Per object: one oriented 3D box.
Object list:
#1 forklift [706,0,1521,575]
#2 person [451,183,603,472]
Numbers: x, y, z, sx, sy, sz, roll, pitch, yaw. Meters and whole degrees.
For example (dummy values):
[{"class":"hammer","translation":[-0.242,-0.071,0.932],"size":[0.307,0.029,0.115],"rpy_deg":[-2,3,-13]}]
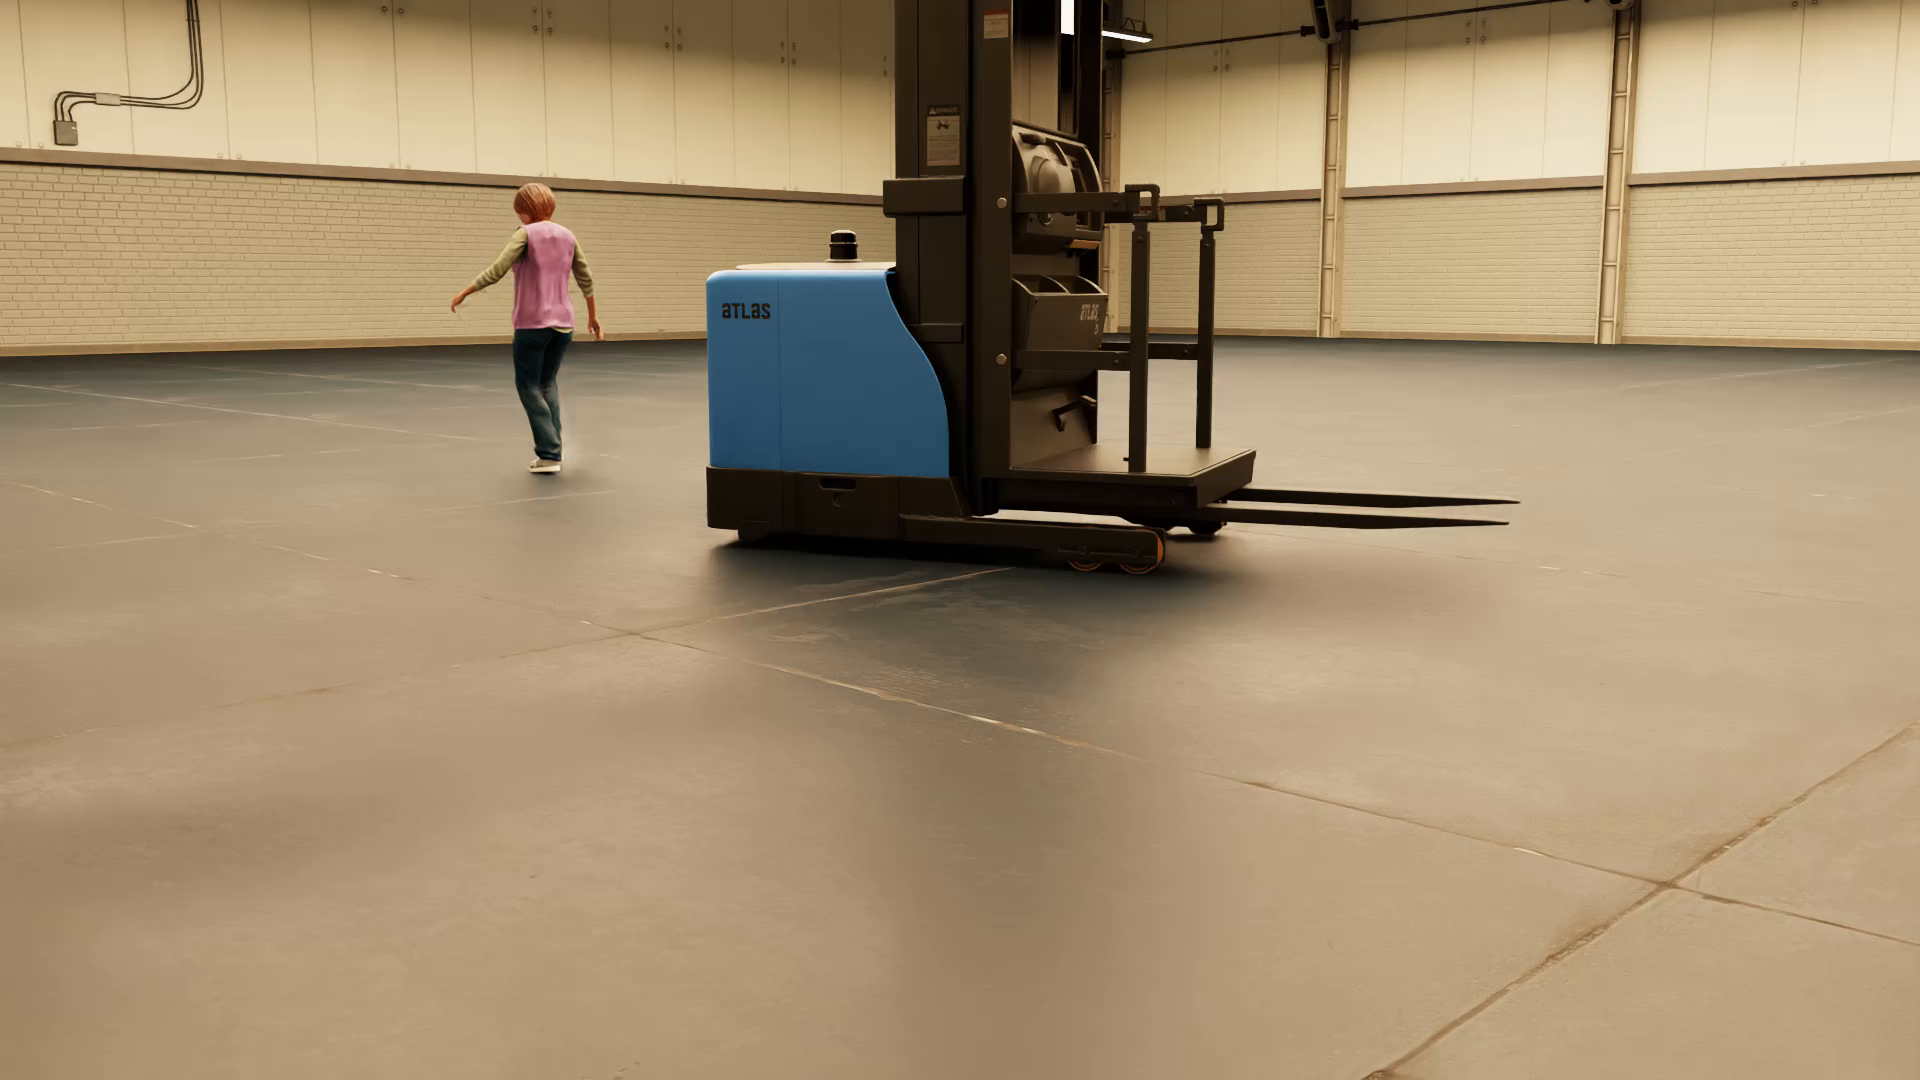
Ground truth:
[{"class":"forklift","translation":[0.565,-1.416,6.275],"size":[3.031,2.935,1.130],"rpy_deg":[3,9,22]},{"class":"person","translation":[-2.329,-1.139,9.177],"size":[0.490,1.608,0.823],"rpy_deg":[8,12,44]}]
